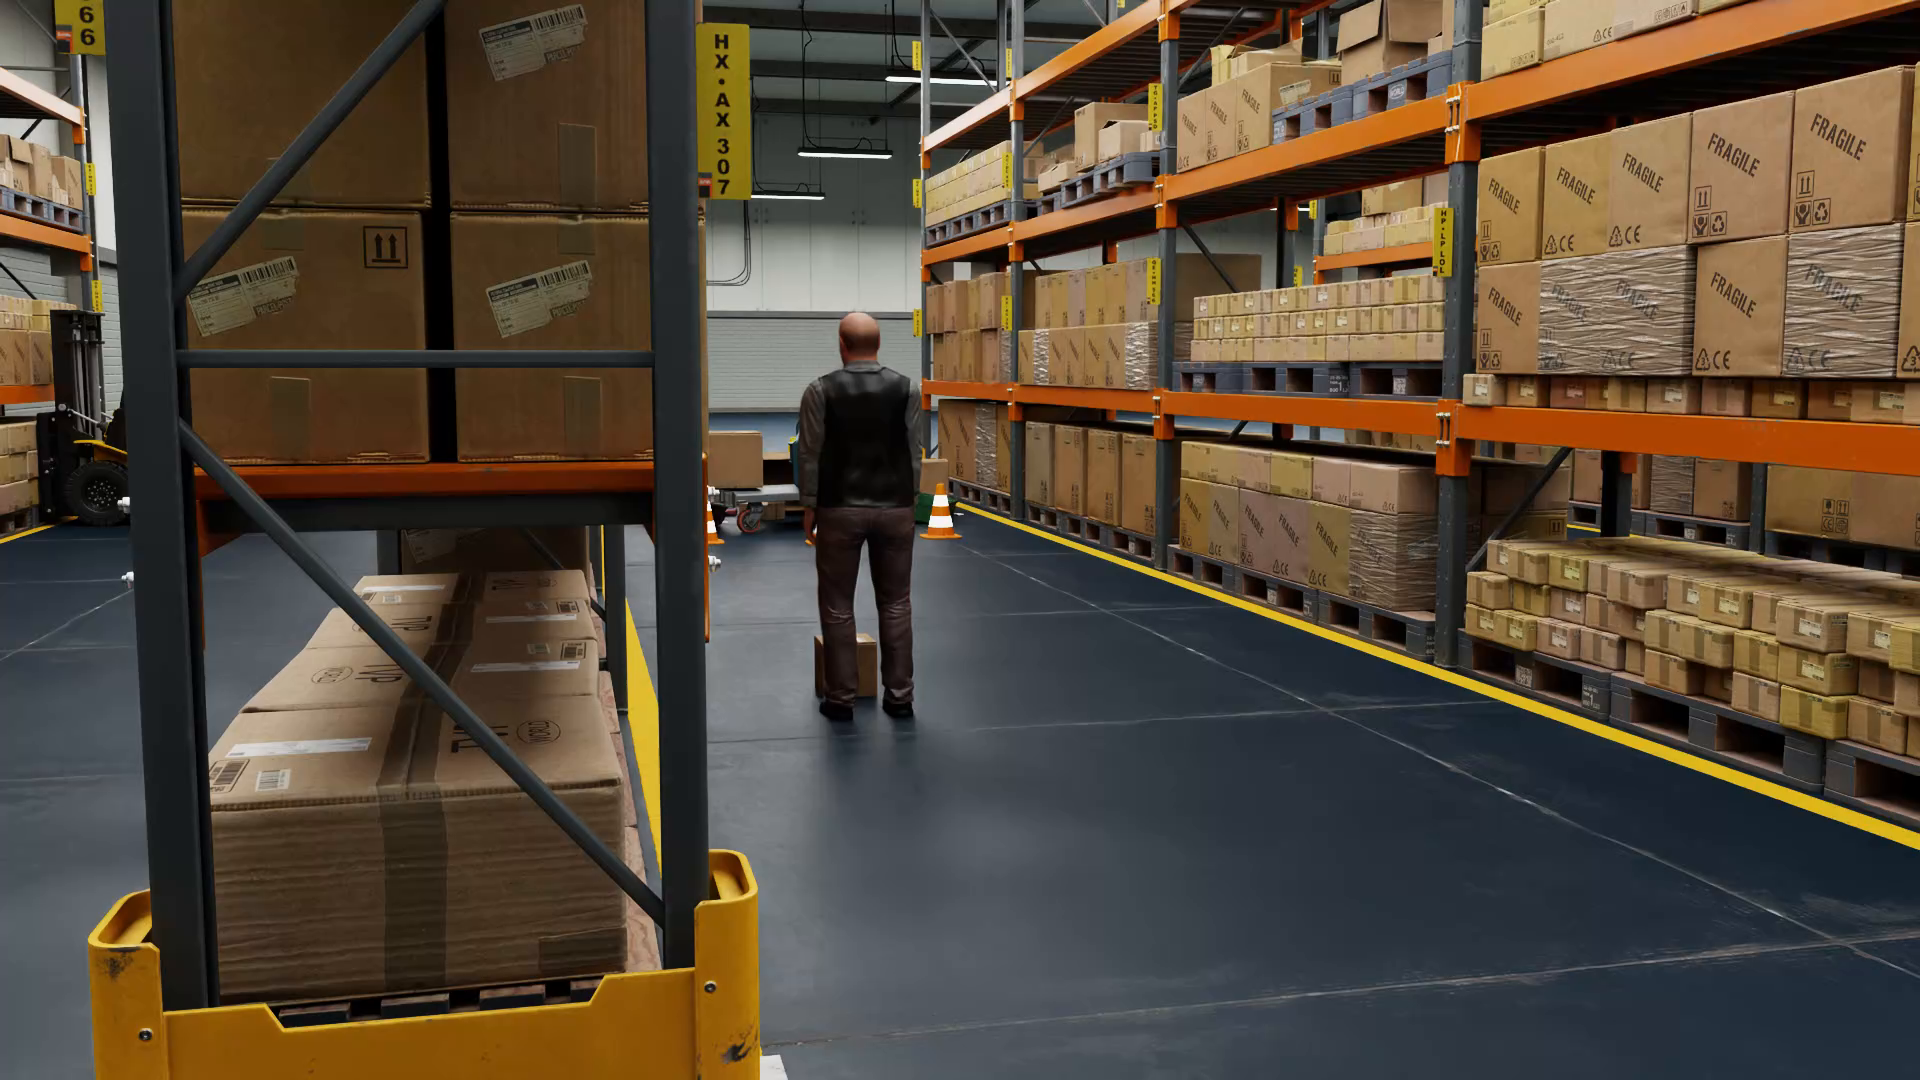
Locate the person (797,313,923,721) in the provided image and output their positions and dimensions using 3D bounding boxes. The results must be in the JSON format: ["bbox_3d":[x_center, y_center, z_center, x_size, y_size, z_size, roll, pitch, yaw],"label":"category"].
[{"bbox_3d":[-0.425,-0.100,7.060,0.534,1.714,0.355,-1,6,-13],"label":"person"}]
